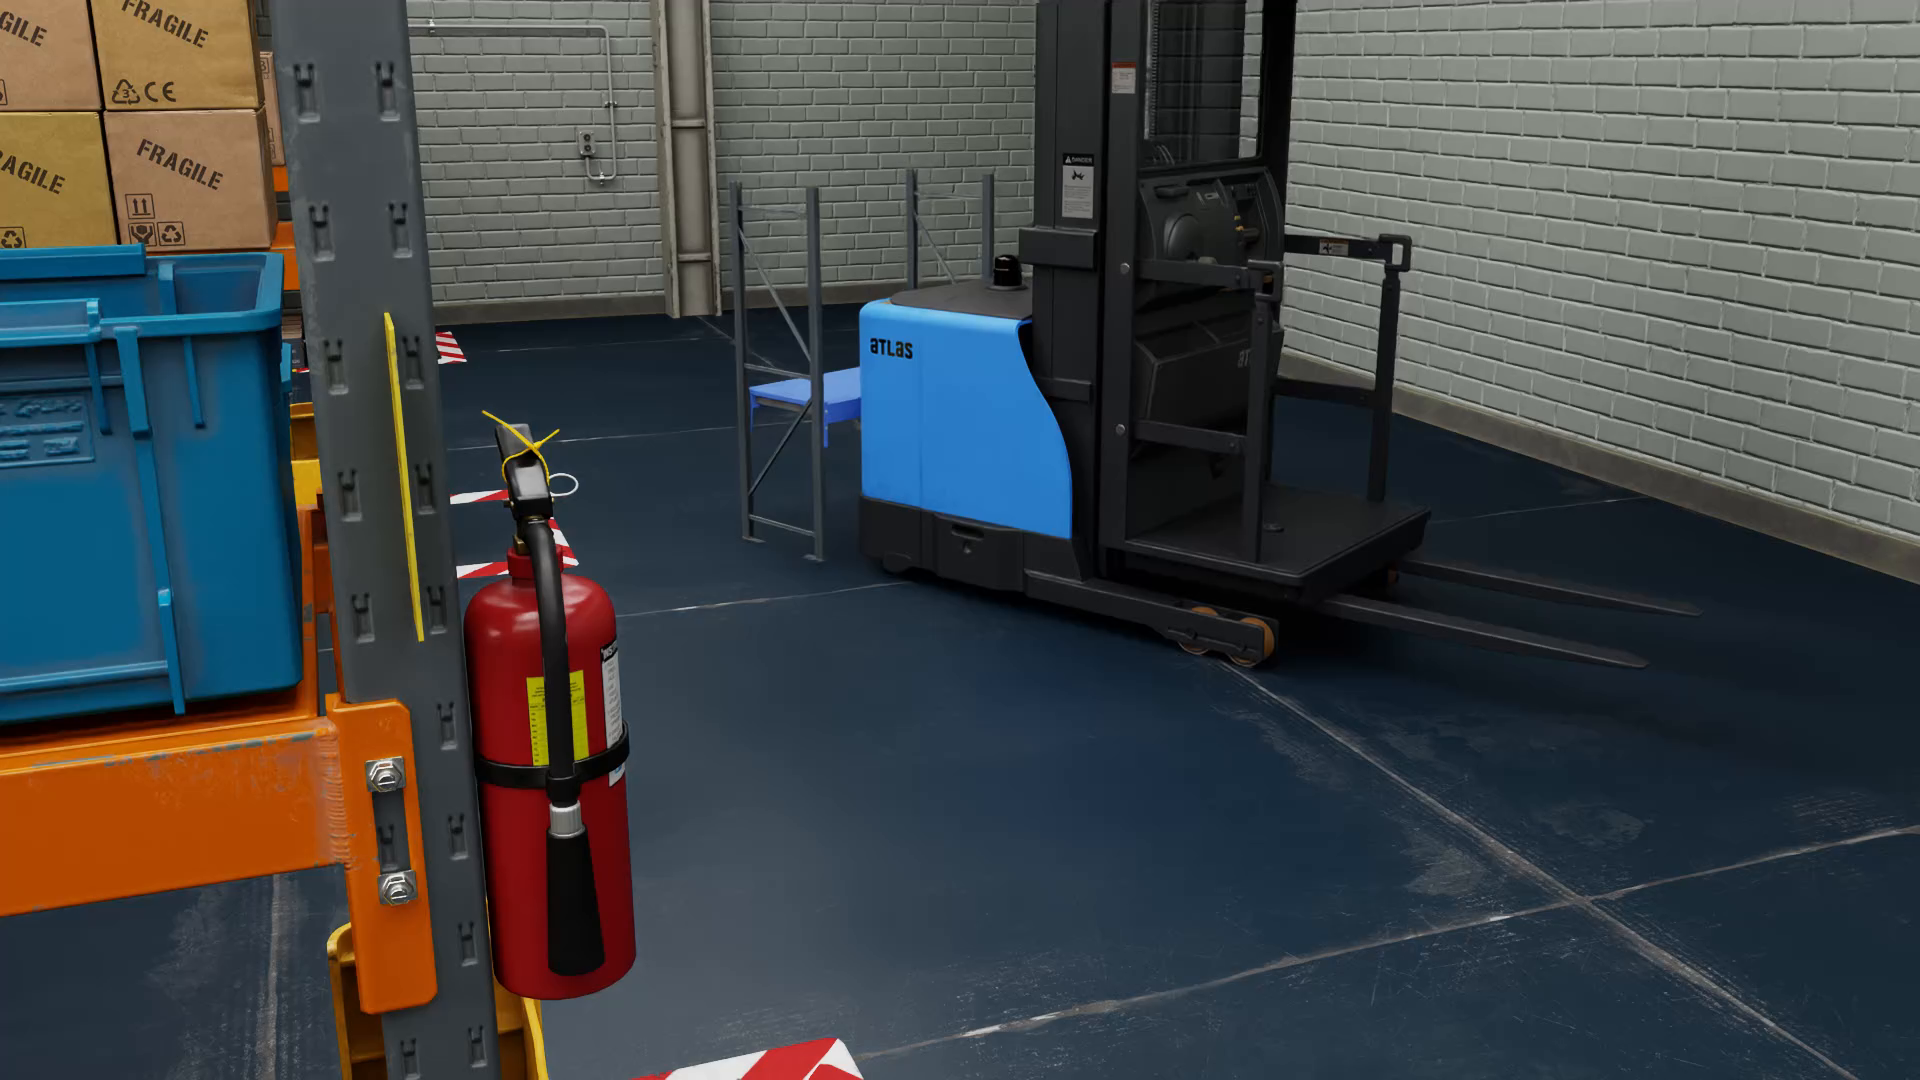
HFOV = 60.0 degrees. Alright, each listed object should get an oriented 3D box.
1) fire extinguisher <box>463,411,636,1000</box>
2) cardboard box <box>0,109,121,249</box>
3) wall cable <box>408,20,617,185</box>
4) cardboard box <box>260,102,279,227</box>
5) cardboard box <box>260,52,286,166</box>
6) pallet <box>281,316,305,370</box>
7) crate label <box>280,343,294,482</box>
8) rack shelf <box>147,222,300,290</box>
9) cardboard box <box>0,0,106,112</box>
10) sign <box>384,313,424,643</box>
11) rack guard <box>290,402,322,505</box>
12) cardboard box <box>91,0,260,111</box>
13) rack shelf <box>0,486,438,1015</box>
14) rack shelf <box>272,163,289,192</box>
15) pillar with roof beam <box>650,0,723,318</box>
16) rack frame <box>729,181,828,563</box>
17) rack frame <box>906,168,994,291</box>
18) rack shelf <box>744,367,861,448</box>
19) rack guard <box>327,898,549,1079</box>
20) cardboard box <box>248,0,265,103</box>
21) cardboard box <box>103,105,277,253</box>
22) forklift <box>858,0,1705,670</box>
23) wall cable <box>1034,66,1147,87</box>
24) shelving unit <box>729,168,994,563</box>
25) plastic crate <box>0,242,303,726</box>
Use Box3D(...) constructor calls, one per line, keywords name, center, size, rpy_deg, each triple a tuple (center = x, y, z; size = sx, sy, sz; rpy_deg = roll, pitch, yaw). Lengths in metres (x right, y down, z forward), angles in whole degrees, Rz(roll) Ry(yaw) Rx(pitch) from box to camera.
Box3D(name="fire extinguisher", center=(-0.477, 0.192, 1.919), size=(0.183, 0.674, 0.296), rpy_deg=(-6, 17, -20))
Box3D(name="cardboard box", center=(-3.354, -1.310, 6.057), size=(0.500, 0.500, 0.500), rpy_deg=(-6, 17, -20))
Box3D(name="wall cable", center=(-3.468, -3.600, 12.231), size=(1.851, 1.984, 0.084), rpy_deg=(-6, 17, -20))
Box3D(name="cardboard box", center=(-3.058, -1.504, 6.720), size=(0.500, 0.500, 0.500), rpy_deg=(-6, 17, -19))
Box3D(name="cardboard box", center=(-4.798, -2.825, 10.861), size=(0.700, 0.700, 0.980), rpy_deg=(-5, 17, -18))
Box3D(name="pallet", center=(-5.044, -1.296, 11.135), size=(1.213, 0.211, 1.003), rpy_deg=(-6, 17, -20))
Box3D(name="crate label", center=(-1.129, -0.138, 2.436), size=(0.303, 0.233, 0.416), rpy_deg=(-6, 17, -20))
Box3D(name="rack shelf", center=(-4.417, -0.885, 6.065), size=(4.000, 0.370, 1.077), rpy_deg=(-6, 17, -20))
Box3D(name="cardboard box", center=(-3.338, -1.791, 5.922), size=(0.500, 0.500, 0.500), rpy_deg=(-6, 17, -19))
Box3D(name="sign", center=(-0.569, -0.063, 1.701), size=(0.005, 0.325, 0.100), rpy_deg=(-6, 17, -20))
Box3D(name="rack guard", center=(-2.621, -0.225, 6.976), size=(0.348, 0.500, 1.175), rpy_deg=(-6, 17, -20))
Box3D(name="cardboard box", center=(-2.867, -1.842, 6.096), size=(0.500, 0.500, 0.500), rpy_deg=(-6, 18, -21))
Box3D(name="rack shelf", center=(-2.648, 0.419, 1.626), size=(4.000, 0.370, 1.077), rpy_deg=(-6, 17, -20))
Box3D(name="rack shelf", center=(-6.193, -2.188, 10.502), size=(4.000, 0.370, 1.077), rpy_deg=(-6, 17, -20))
Box3D(name="pillar with roof beam", center=(-0.573, -4.980, 8.087), size=(0.400, 9.000, 9.100), rpy_deg=(-6, 17, -20))
Box3D(name="rack frame", center=(-0.735, -0.678, 6.744), size=(0.500, 1.500, 0.032), rpy_deg=(15, 22, 41))
Box3D(name="rack frame", center=(-0.047, -0.889, 7.462), size=(0.500, 1.500, 0.032), rpy_deg=(15, 22, 41))
Box3D(name="rack shelf", center=(-0.391, -0.611, 7.154), size=(0.538, 0.185, 1.000), rpy_deg=(15, 22, 41))
Box3D(name="rack guard", center=(-0.763, 1.065, 2.583), size=(0.348, 0.500, 1.175), rpy_deg=(-6, 17, -20))
Box3D(name="cardboard box", center=(-3.058, -1.984, 6.579), size=(0.500, 0.500, 0.500), rpy_deg=(-6, 17, -18))
Box3D(name="cardboard box", center=(-2.870, -1.363, 6.238), size=(0.500, 0.500, 0.500), rpy_deg=(-6, 17, -18))
Box3D(name="forklift", center=(1.067, -1.145, 5.794), size=(3.031, 2.935, 1.130), rpy_deg=(12, 20, 36))
Box3D(name="wall cable", center=(1.084, -4.600, 12.301), size=(0.112, 2.526, 3.097), rpy_deg=(-6, 17, -20))
Box3D(name="shelving unit", center=(-0.391, -0.783, 7.103), size=(0.538, 1.500, 1.048), rpy_deg=(15, 22, 41))
Box3D(name="plastic crate", center=(-1.026, -0.091, 1.915), size=(0.499, 0.435, 0.616), rpy_deg=(-6, 17, -20))
